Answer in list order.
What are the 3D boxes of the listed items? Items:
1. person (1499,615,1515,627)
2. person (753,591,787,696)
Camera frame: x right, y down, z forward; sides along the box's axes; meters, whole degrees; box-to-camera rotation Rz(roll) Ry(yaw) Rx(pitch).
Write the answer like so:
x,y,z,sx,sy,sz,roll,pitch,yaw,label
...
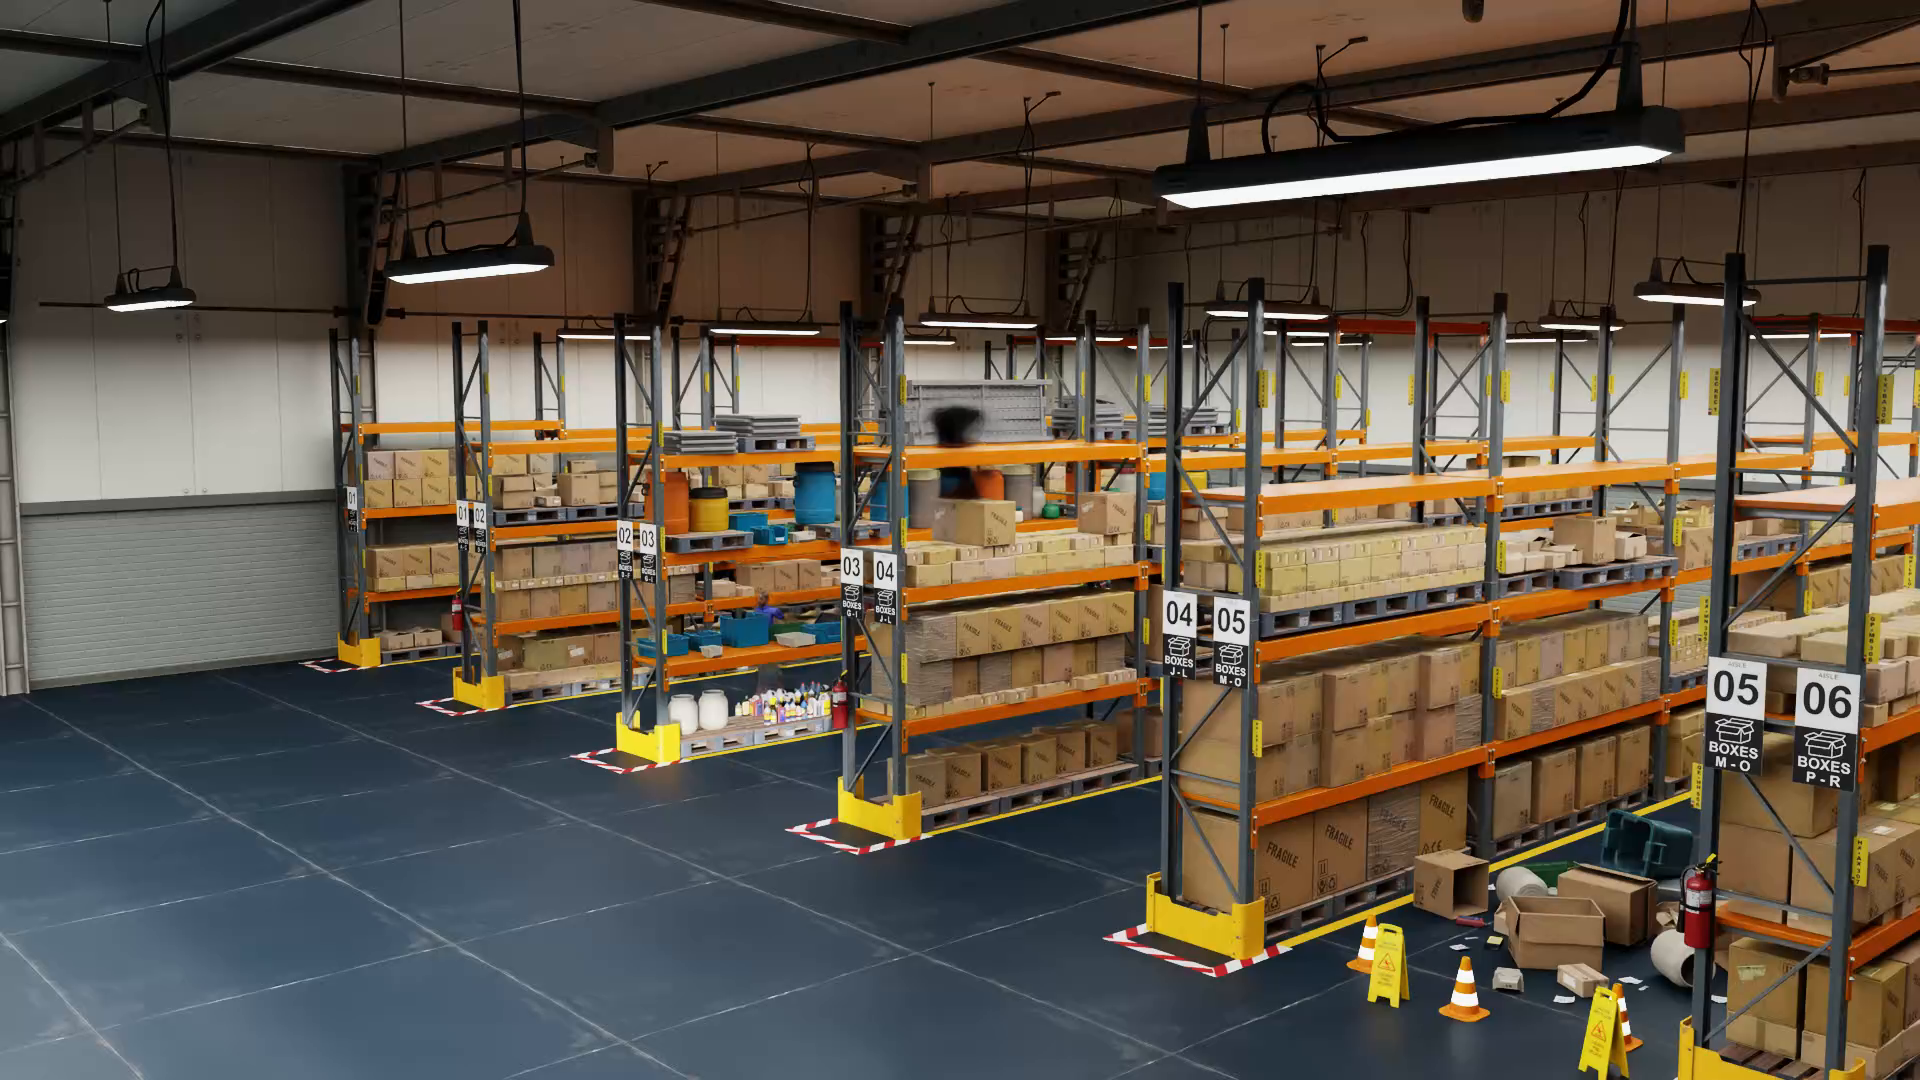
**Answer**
x,y,z,sx,sy,sz,roll,pitch,yaw,label
8.085,1.845,24.802,0.599,1.741,0.648,-5,7,-39,person
-3.149,1.688,26.944,0.524,1.701,0.821,5,8,43,person
